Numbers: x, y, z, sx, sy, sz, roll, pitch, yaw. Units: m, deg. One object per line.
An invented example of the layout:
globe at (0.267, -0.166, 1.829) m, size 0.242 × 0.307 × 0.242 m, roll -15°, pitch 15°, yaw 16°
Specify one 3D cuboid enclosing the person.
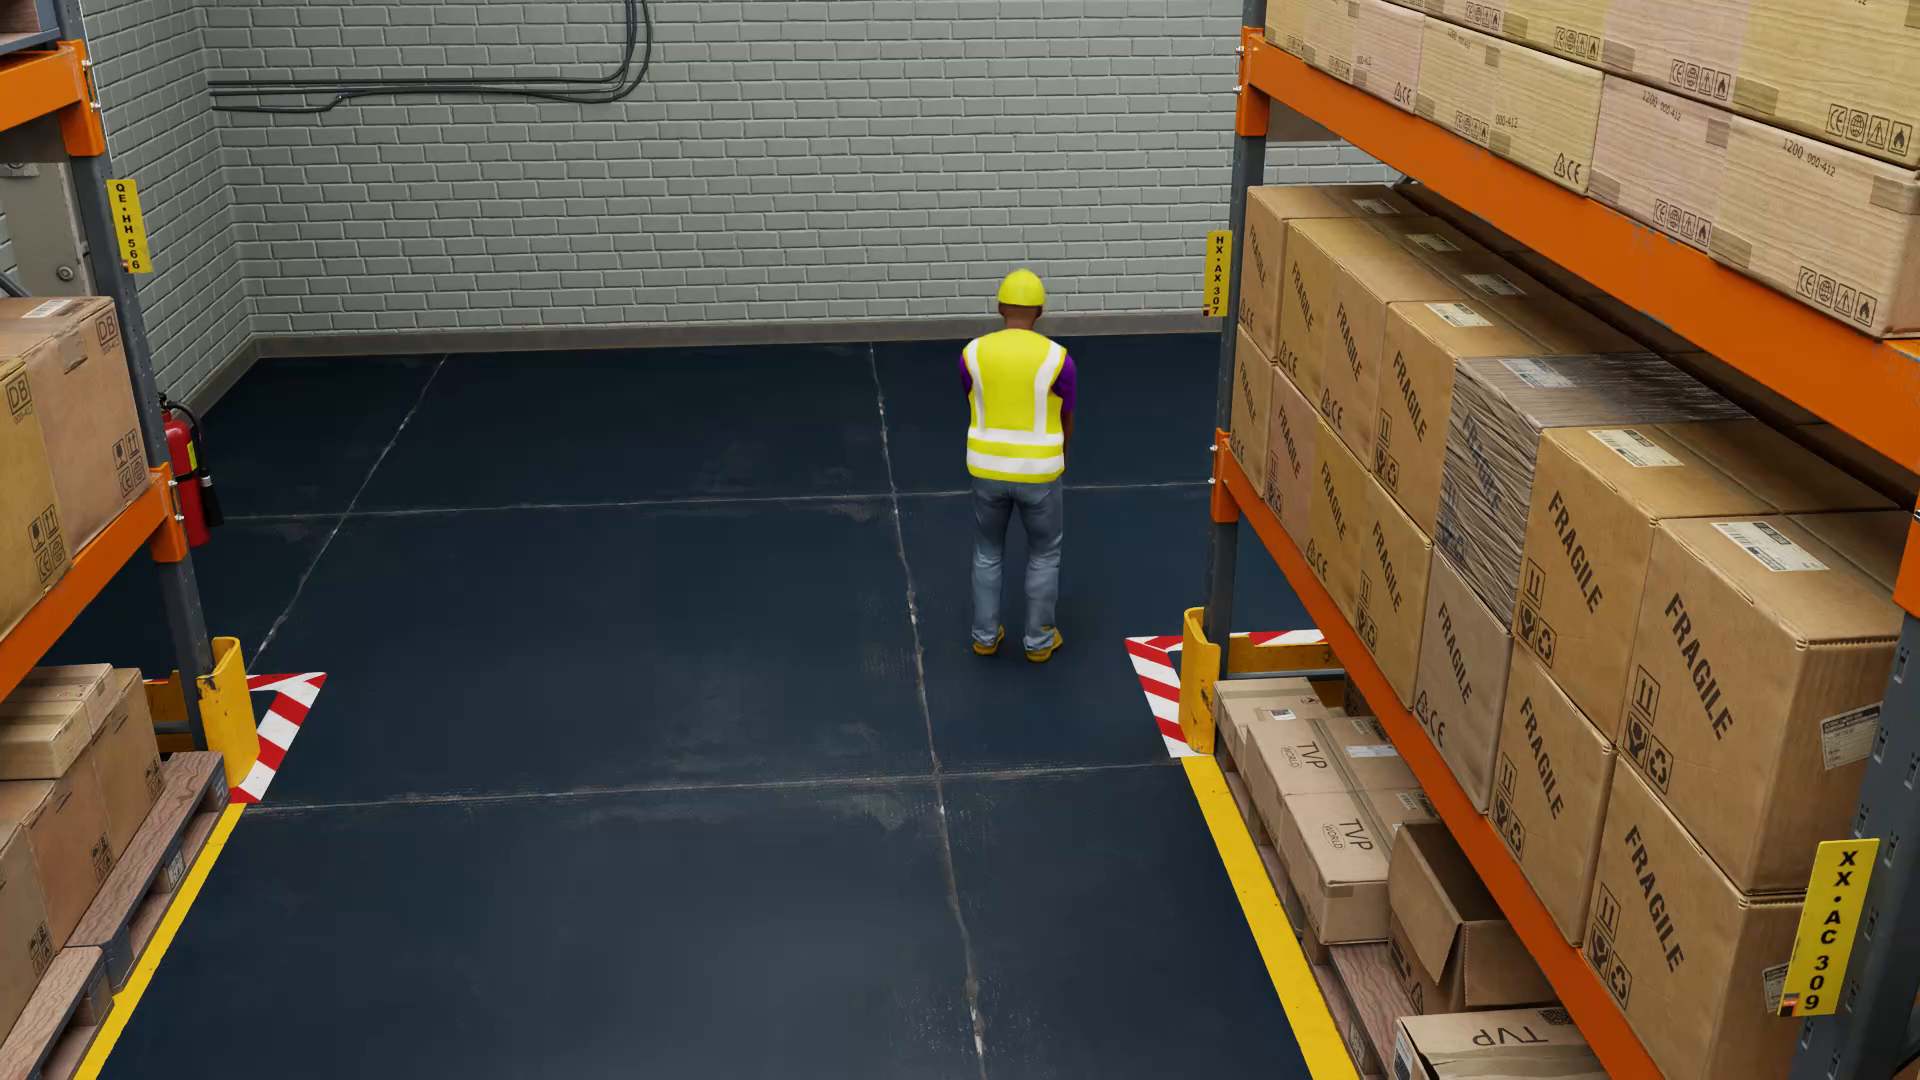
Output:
person at (0.260, -0.340, 7.372) m, size 0.503 × 1.745 × 0.583 m, roll 6°, pitch 24°, yaw 13°
